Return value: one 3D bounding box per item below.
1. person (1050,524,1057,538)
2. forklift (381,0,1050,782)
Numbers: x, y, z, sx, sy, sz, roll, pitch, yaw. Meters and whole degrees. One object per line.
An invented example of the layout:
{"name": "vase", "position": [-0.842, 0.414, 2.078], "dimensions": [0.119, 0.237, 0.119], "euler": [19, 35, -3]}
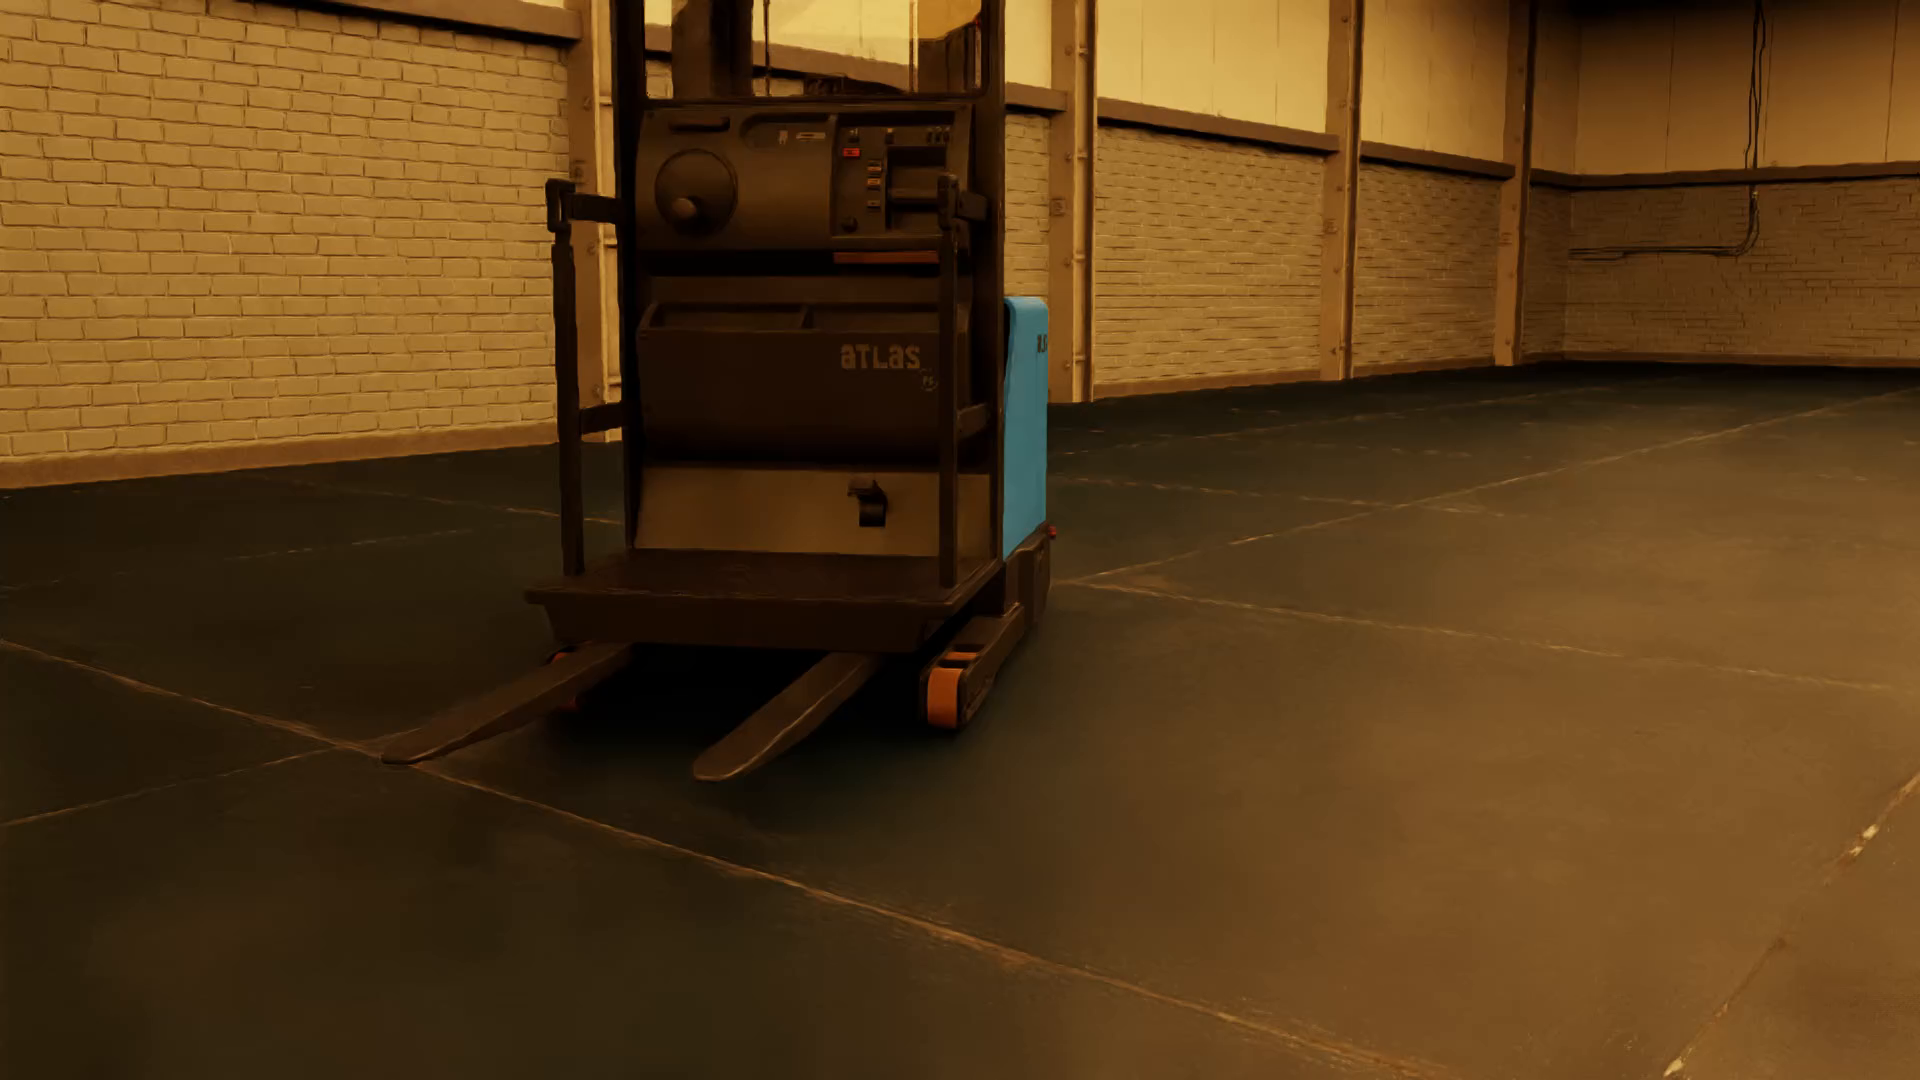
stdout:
{"name": "person", "position": [0.074, -0.825, 7.340], "dimensions": [0.599, 1.640, 0.502], "euler": [7, 11, 38]}
{"name": "forklift", "position": [-0.466, -1.029, 4.314], "dimensions": [1.130, 2.935, 3.031], "euler": [2, 8, 11]}
